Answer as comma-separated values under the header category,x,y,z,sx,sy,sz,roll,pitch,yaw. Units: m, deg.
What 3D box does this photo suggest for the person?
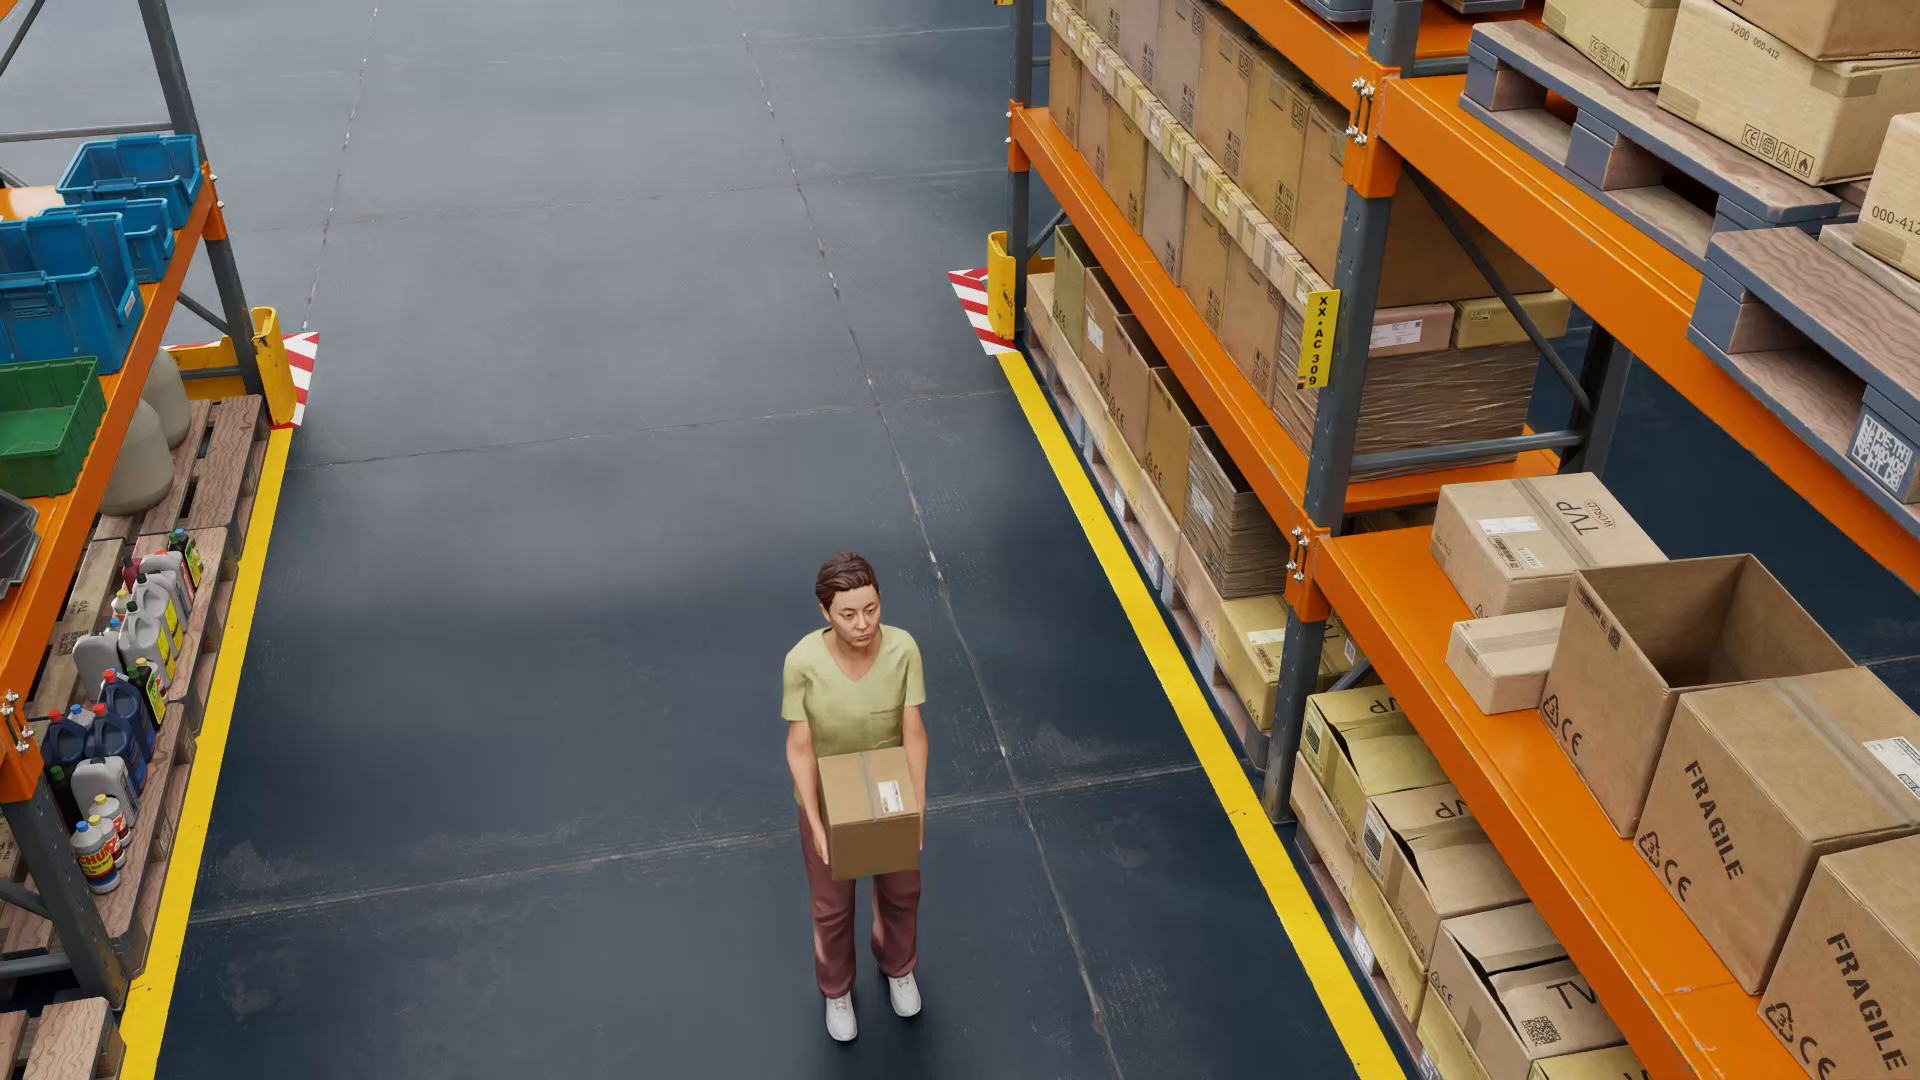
category,x,y,z,sx,sy,sz,roll,pitch,yaw
person,-0.295,0.814,4.970,0.425,1.665,0.556,-7,35,-10
